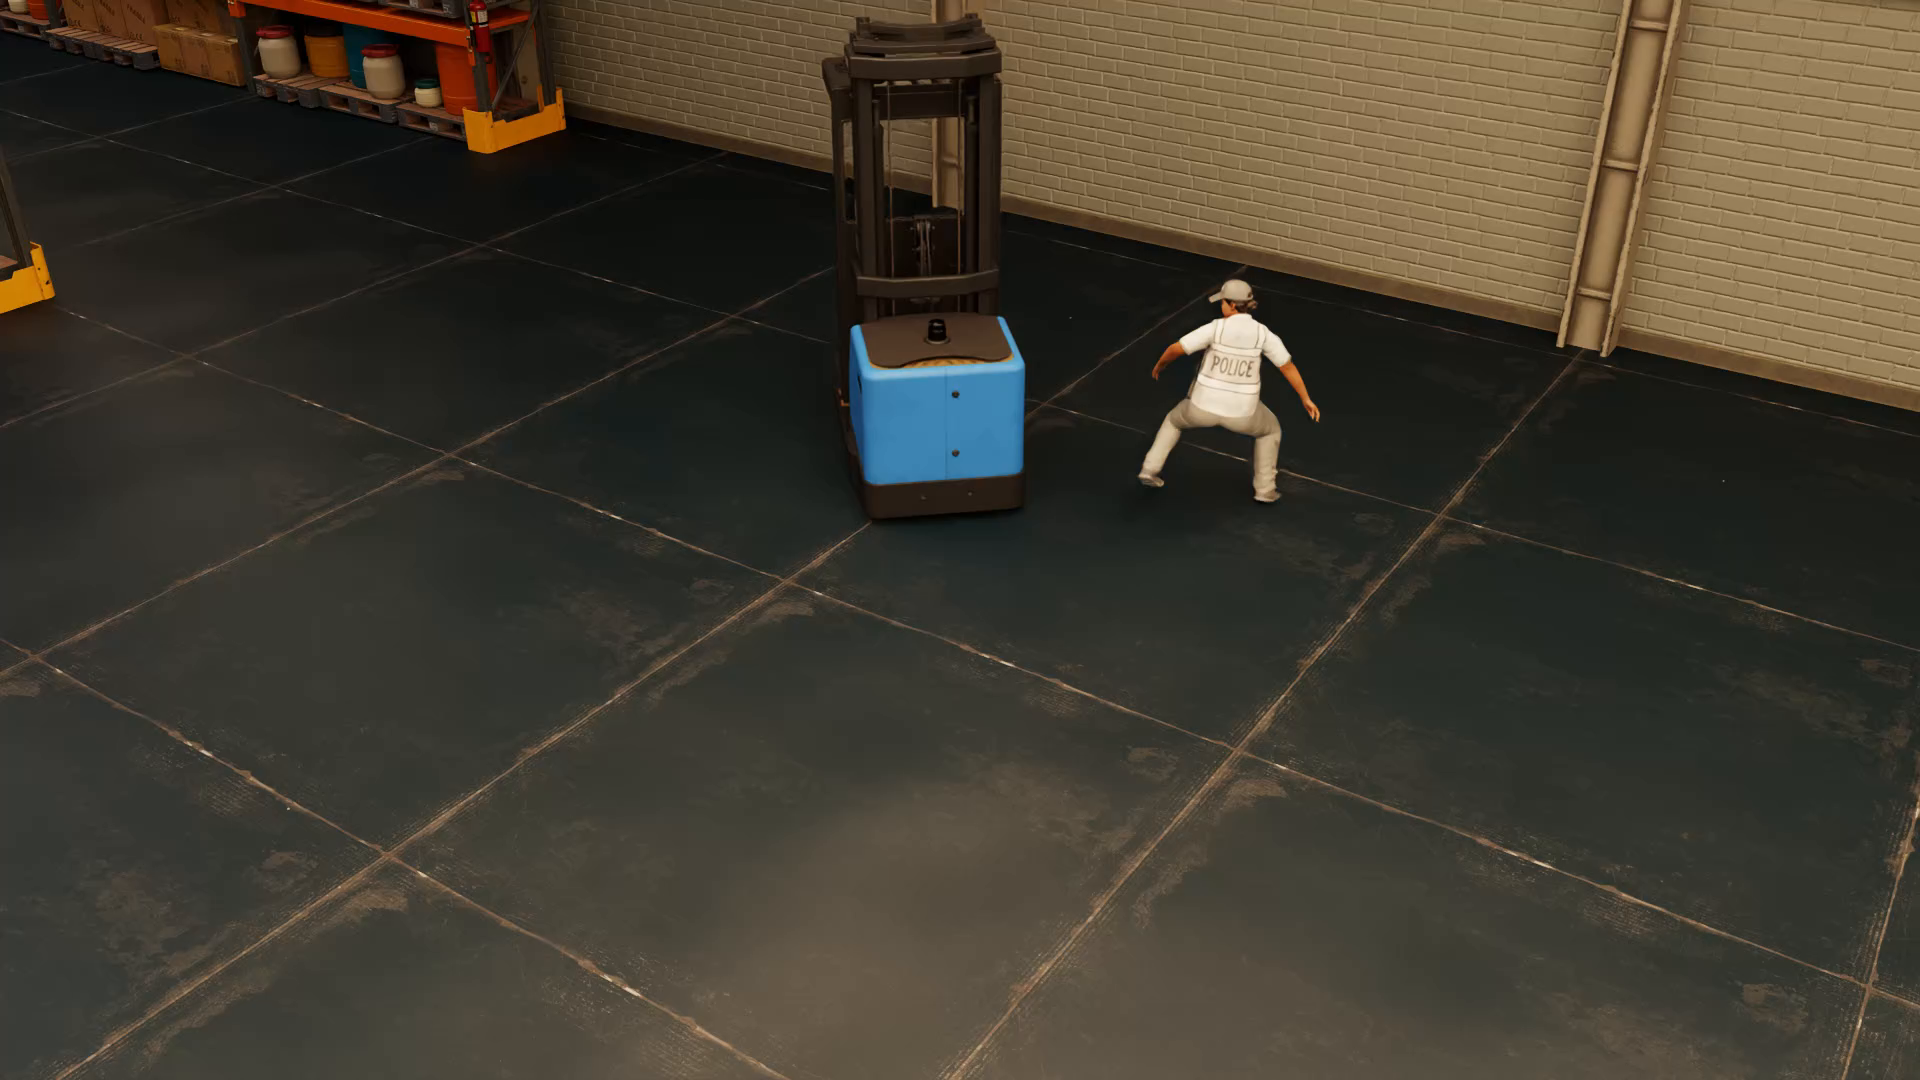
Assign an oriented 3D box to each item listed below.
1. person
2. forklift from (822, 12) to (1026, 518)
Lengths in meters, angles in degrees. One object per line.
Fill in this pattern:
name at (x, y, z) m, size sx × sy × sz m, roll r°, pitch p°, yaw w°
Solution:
person at (1.732, -0.893, 10.602) m, size 1.102 × 1.565 × 0.502 m, roll 6°, pitch 31°, yaw 9°
forklift at (-0.315, -2.126, 11.242) m, size 1.130 × 2.935 × 3.031 m, roll -4°, pitch 30°, yaw -8°
